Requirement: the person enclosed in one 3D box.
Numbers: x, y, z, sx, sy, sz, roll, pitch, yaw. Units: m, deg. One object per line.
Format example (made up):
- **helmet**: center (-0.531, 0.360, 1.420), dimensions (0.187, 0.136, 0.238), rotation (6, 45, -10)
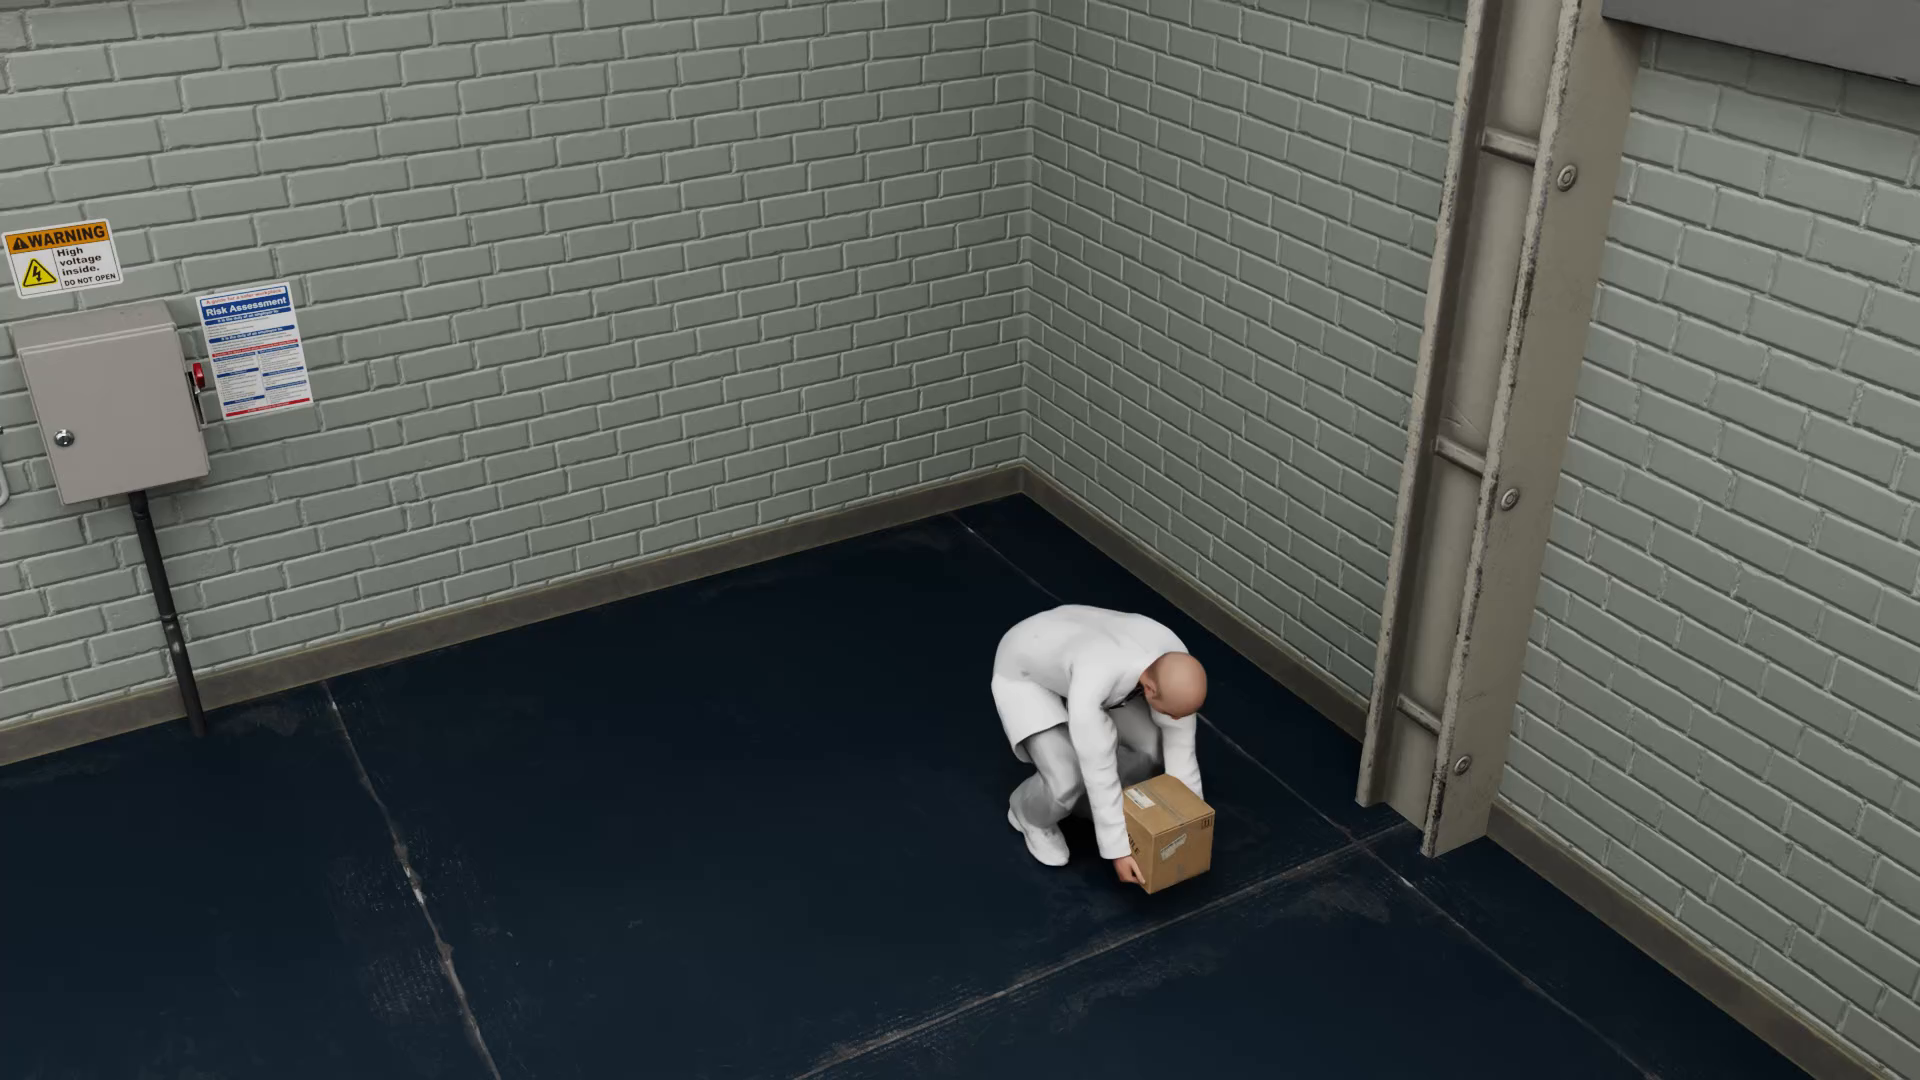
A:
- **person**: center (0.475, 0.675, 5.710), dimensions (0.584, 1.006, 0.931), rotation (-17, 33, -28)
